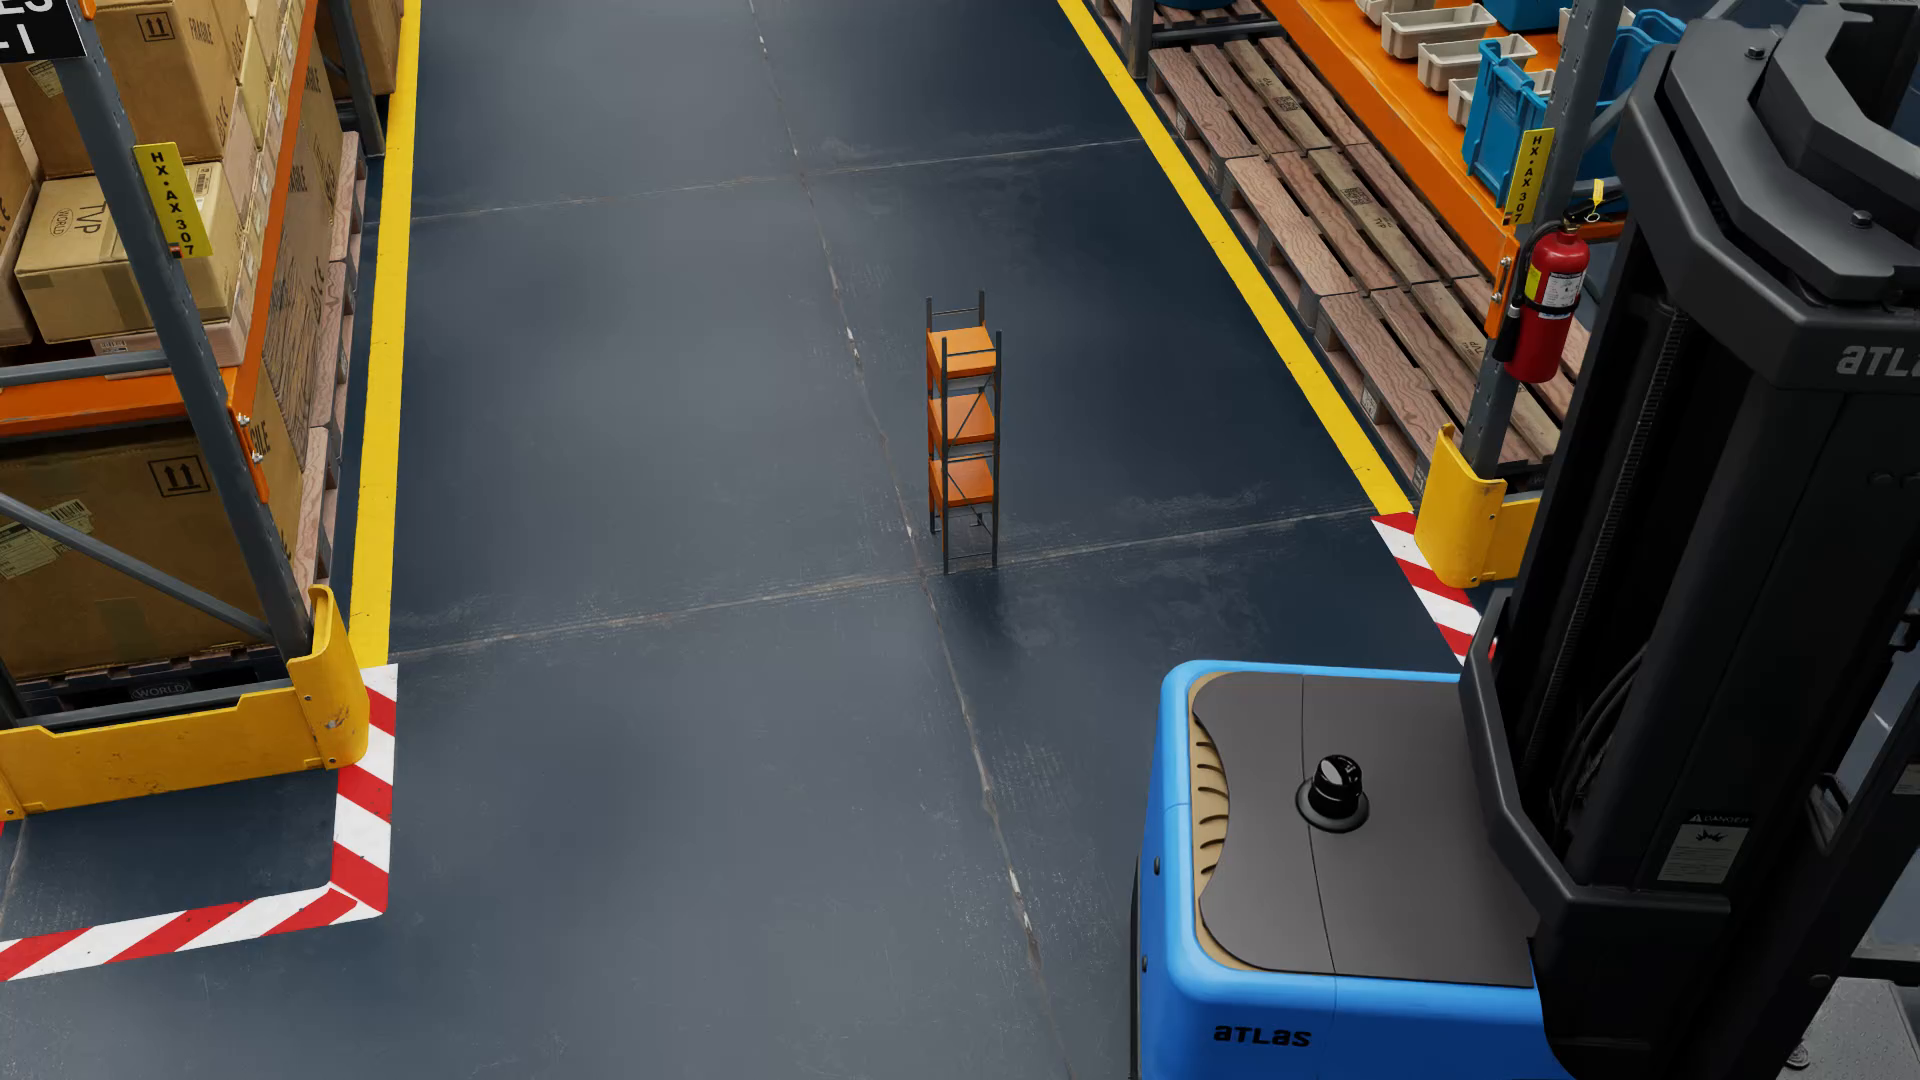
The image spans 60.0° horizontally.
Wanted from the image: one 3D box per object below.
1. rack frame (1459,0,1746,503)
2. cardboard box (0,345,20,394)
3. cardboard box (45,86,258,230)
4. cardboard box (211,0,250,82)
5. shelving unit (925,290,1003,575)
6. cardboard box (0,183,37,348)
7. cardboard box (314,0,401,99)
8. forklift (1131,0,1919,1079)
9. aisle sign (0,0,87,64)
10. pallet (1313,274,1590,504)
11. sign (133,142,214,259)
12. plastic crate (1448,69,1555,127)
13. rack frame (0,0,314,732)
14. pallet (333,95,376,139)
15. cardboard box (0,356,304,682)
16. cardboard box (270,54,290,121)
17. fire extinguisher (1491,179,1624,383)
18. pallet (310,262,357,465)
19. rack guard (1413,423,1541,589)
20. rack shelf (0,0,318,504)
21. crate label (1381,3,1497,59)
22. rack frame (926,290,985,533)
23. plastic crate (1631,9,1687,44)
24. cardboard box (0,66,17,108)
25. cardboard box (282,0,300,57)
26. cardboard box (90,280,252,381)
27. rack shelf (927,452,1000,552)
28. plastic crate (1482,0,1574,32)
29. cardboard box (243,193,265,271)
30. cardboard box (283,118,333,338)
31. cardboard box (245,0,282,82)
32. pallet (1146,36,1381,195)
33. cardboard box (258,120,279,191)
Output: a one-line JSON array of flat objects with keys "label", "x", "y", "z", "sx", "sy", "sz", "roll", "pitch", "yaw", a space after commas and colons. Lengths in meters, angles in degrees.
[{"label": "rack frame", "x": 2.284, "y": -1.145, "z": 5.280, "sx": 1.000, "sy": 3.000, "sz": 0.127, "roll": -8, "pitch": 42, "yaw": -9}, {"label": "cardboard box", "x": -2.950, "y": -0.525, "z": 4.771, "sx": 0.380, "sy": 0.149, "sz": 0.250, "roll": -8, "pitch": 42, "yaw": -8}, {"label": "cardboard box", "x": -2.511, "y": -1.176, "z": 5.204, "sx": 0.500, "sy": 0.250, "sz": 0.500, "roll": -9, "pitch": 42, "yaw": -10}, {"label": "cardboard box", "x": -2.618, "y": -1.779, "z": 5.319, "sx": 0.500, "sy": 0.500, "sz": 0.500, "roll": -9, "pitch": 42, "yaw": -10}, {"label": "shelving unit", "x": 0.012, "y": -0.358, "z": 5.862, "sx": 0.215, "sy": 1.050, "sz": 0.252, "roll": -8, "pitch": 42, "yaw": -9}, {"label": "cardboard box", "x": -2.916, "y": -0.766, "z": 4.742, "sx": 0.500, "sy": 0.250, "sz": 0.500, "roll": -9, "pitch": 42, "yaw": -10}, {"label": "cardboard box", "x": -3.573, "y": -2.802, "z": 8.431, "sx": 1.225, "sy": 0.875, "sz": 0.875, "roll": -8, "pitch": 42, "yaw": -9}, {"label": "forklift", "x": 1.983, "y": 0.406, "z": 3.584, "sx": 3.031, "sy": 2.935, "sz": 1.130, "roll": 3, "pitch": 42, "yaw": 3}, {"label": "aisle sign", "x": -2.244, "y": -1.403, "z": 3.613, "sx": 0.394, "sy": 0.787, "sz": 0.004, "roll": -8, "pitch": 42, "yaw": -9}, {"label": "pallet", "x": 2.144, "y": -0.642, "z": 6.814, "sx": 1.003, "sy": 0.211, "sz": 1.213, "roll": -8, "pitch": 42, "yaw": -9}, {"label": "sign", "x": -2.009, "y": -0.864, "z": 4.252, "sx": 0.100, "sy": 0.325, "sz": 0.005, "roll": -8, "pitch": 42, "yaw": -9}, {"label": "plastic crate", "x": 1.931, "y": -1.571, "z": 5.914, "sx": 0.396, "sy": 0.136, "sz": 0.243, "roll": -8, "pitch": 42, "yaw": -9}, {"label": "rack frame", "x": -2.552, "y": -0.435, "z": 4.480, "sx": 1.000, "sy": 3.000, "sz": 0.127, "roll": -8, "pitch": 42, "yaw": -9}, {"label": "pallet", "x": -3.656, "y": -2.474, "z": 8.878, "sx": 1.003, "sy": 0.211, "sz": 1.213, "roll": -8, "pitch": 42, "yaw": -9}, {"label": "cardboard box", "x": -2.768, "y": -0.201, "z": 5.501, "sx": 0.875, "sy": 0.875, "sz": 0.875, "roll": -8, "pitch": 42, "yaw": -9}, {"label": "cardboard box", "x": -2.640, "y": -1.615, "z": 5.999, "sx": 0.380, "sy": 0.149, "sz": 0.250, "roll": -9, "pitch": 42, "yaw": -10}, {"label": "fire extinguisher", "x": 1.873, "y": -0.813, "z": 5.246, "sx": 0.296, "sy": 0.674, "sz": 0.183, "roll": -8, "pitch": 42, "yaw": -9}, {"label": "pallet", "x": -3.061, "y": -0.688, "z": 6.866, "sx": 1.003, "sy": 0.211, "sz": 1.213, "roll": -8, "pitch": 42, "yaw": -9}, {"label": "rack guard", "x": 2.302, "y": -0.196, "z": 6.094, "sx": 1.175, "sy": 0.500, "sz": 0.348, "roll": -8, "pitch": 42, "yaw": -9}, {"label": "rack shelf", "x": -2.984, "y": -1.462, "z": 6.180, "sx": 1.077, "sy": 0.370, "sz": 4.000, "roll": -8, "pitch": 42, "yaw": -9}, {"label": "crate label", "x": 1.799, "y": -1.938, "z": 6.327, "sx": 0.396, "sy": 0.136, "sz": 0.243, "roll": -8, "pitch": 42, "yaw": -9}, {"label": "rack frame", "x": -0.015, "y": -0.437, "z": 5.951, "sx": 0.200, "sy": 1.050, "sz": 0.008, "roll": -8, "pitch": 42, "yaw": -9}, {"label": "plastic crate", "x": 2.410, "y": -1.738, "z": 6.030, "sx": 0.416, "sy": 0.233, "sz": 0.300, "roll": -8, "pitch": 42, "yaw": -9}, {"label": "cardboard box", "x": -3.135, "y": -1.425, "z": 5.485, "sx": 0.500, "sy": 0.250, "sz": 0.500, "roll": -10, "pitch": 43, "yaw": -11}, {"label": "cardboard box", "x": -2.752, "y": -1.950, "z": 6.377, "sx": 0.380, "sy": 0.149, "sz": 0.250, "roll": -9, "pitch": 42, "yaw": -10}, {"label": "cardboard box", "x": -2.306, "y": -0.618, "z": 4.876, "sx": 0.380, "sy": 0.149, "sz": 0.250, "roll": -8, "pitch": 42, "yaw": -9}, {"label": "rack shelf", "x": 0.012, "y": -0.142, "z": 6.054, "sx": 0.215, "sy": 0.259, "sz": 0.240, "roll": -8, "pitch": 42, "yaw": -9}, {"label": "plastic crate", "x": 2.268, "y": -2.165, "z": 6.510, "sx": 0.416, "sy": 0.233, "sz": 0.300, "roll": -8, "pitch": 42, "yaw": -9}, {"label": "cardboard box", "x": -2.419, "y": -0.950, "z": 5.250, "sx": 0.380, "sy": 0.149, "sz": 0.250, "roll": -9, "pitch": 42, "yaw": -10}, {"label": "cardboard box", "x": -3.157, "y": -1.367, "z": 6.815, "sx": 0.875, "sy": 0.875, "sz": 0.875, "roll": -8, "pitch": 42, "yaw": -9}, {"label": "cardboard box", "x": -2.733, "y": -1.840, "z": 5.952, "sx": 0.500, "sy": 0.250, "sz": 0.500, "roll": -9, "pitch": 42, "yaw": -10}, {"label": "pallet", "x": 1.617, "y": -2.223, "z": 8.596, "sx": 1.003, "sy": 0.211, "sz": 1.213, "roll": -8, "pitch": 42, "yaw": -9}, {"label": "cardboard box", "x": -2.530, "y": -1.284, "z": 5.626, "sx": 0.380, "sy": 0.149, "sz": 0.250, "roll": -9, "pitch": 42, "yaw": -10}]
